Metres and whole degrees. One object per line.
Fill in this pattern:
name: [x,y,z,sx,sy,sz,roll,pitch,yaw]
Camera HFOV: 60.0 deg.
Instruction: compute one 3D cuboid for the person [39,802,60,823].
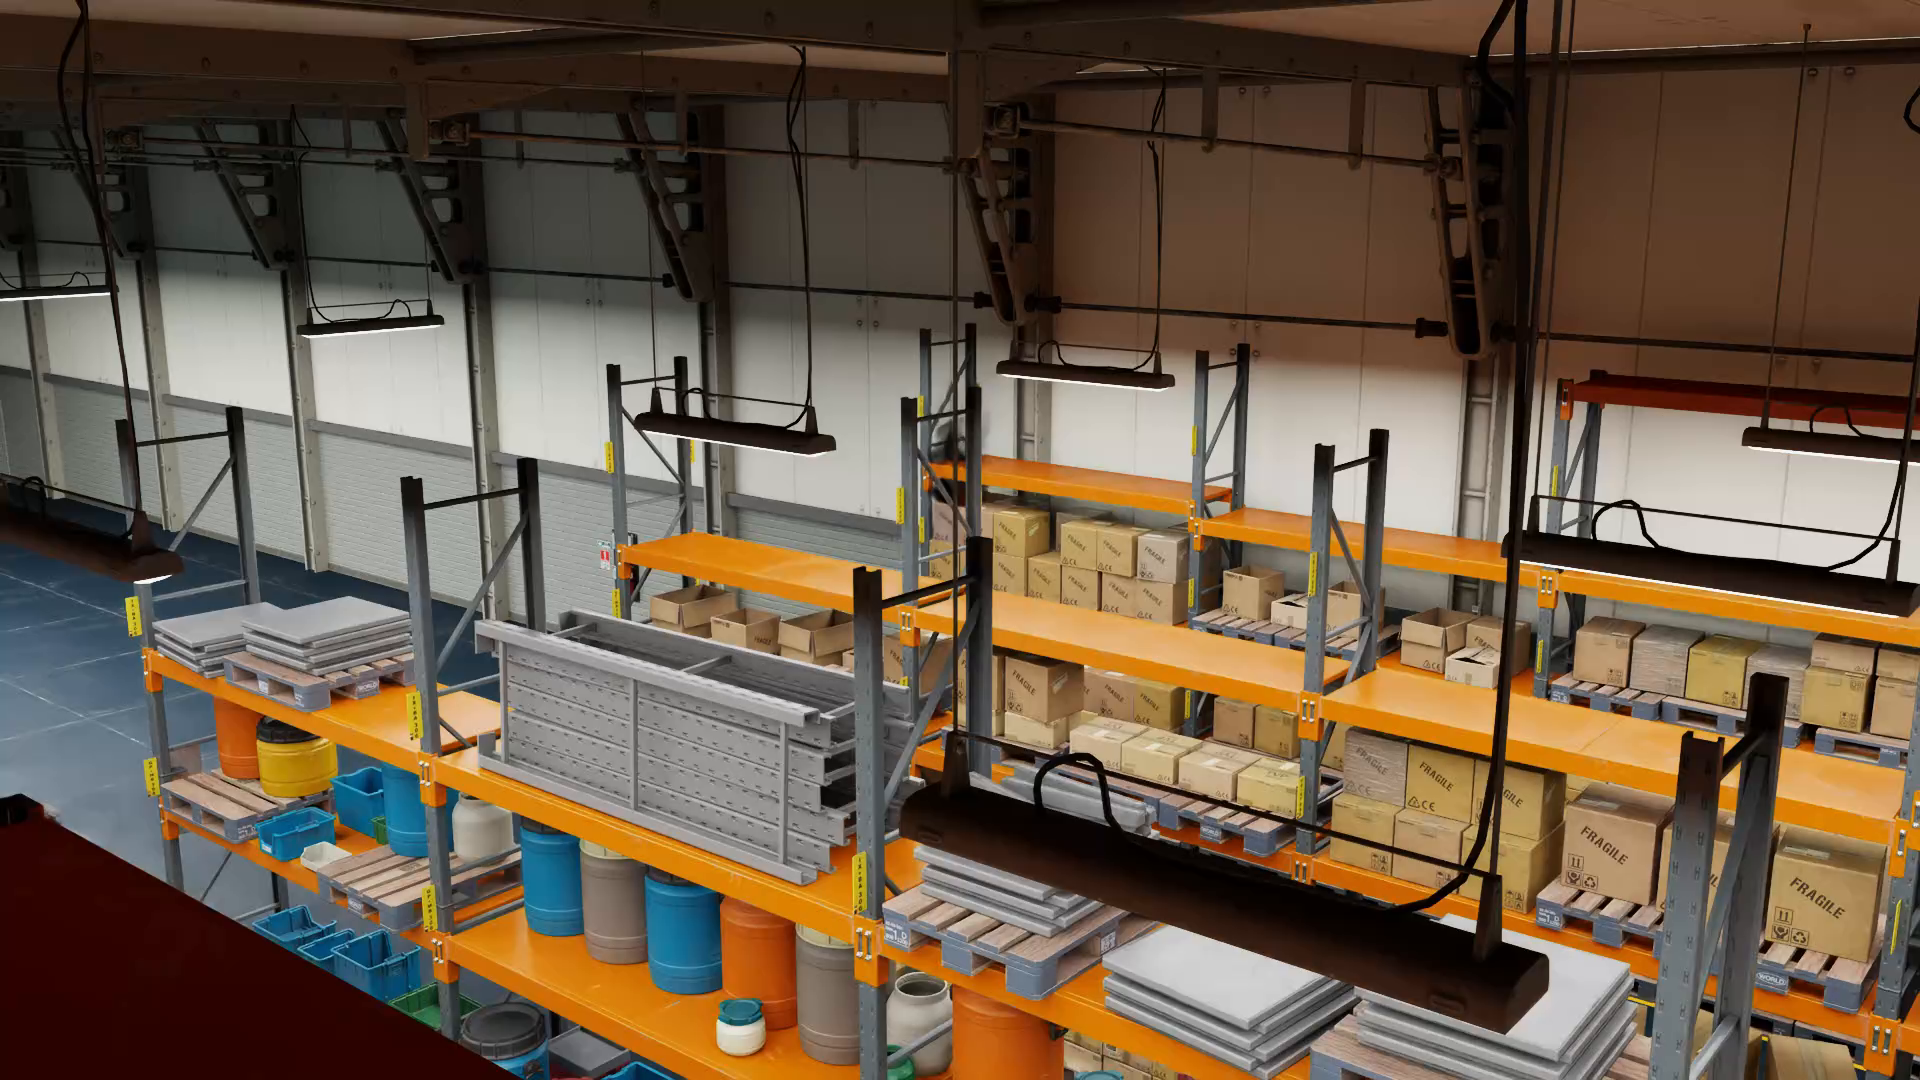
person: [-9.291,3.491,17.078,0.538,1.673,0.616,-5,13,-20]
